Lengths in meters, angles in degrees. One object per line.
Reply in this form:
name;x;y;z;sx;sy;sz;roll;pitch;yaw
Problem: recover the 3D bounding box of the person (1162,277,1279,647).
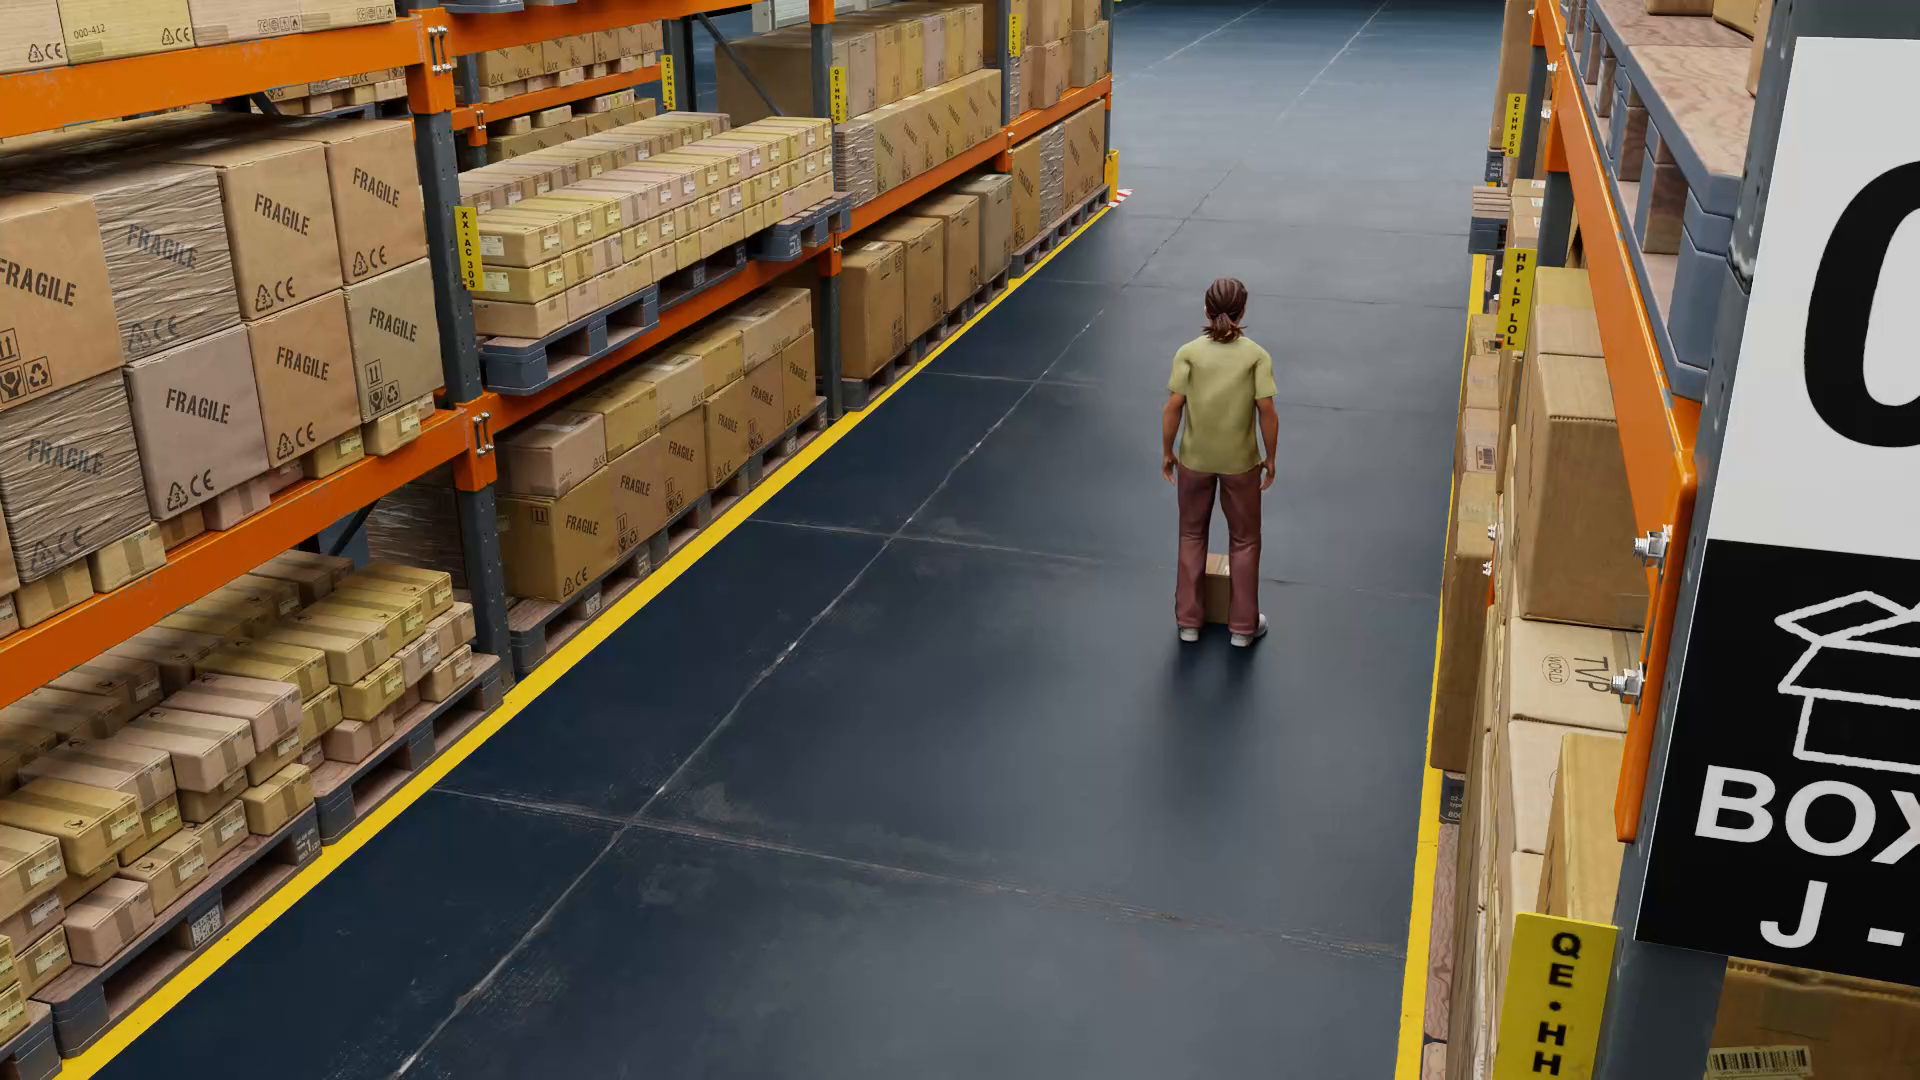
person;1.161;-0.339;7.428;0.520;1.673;0.353;5;23;13
